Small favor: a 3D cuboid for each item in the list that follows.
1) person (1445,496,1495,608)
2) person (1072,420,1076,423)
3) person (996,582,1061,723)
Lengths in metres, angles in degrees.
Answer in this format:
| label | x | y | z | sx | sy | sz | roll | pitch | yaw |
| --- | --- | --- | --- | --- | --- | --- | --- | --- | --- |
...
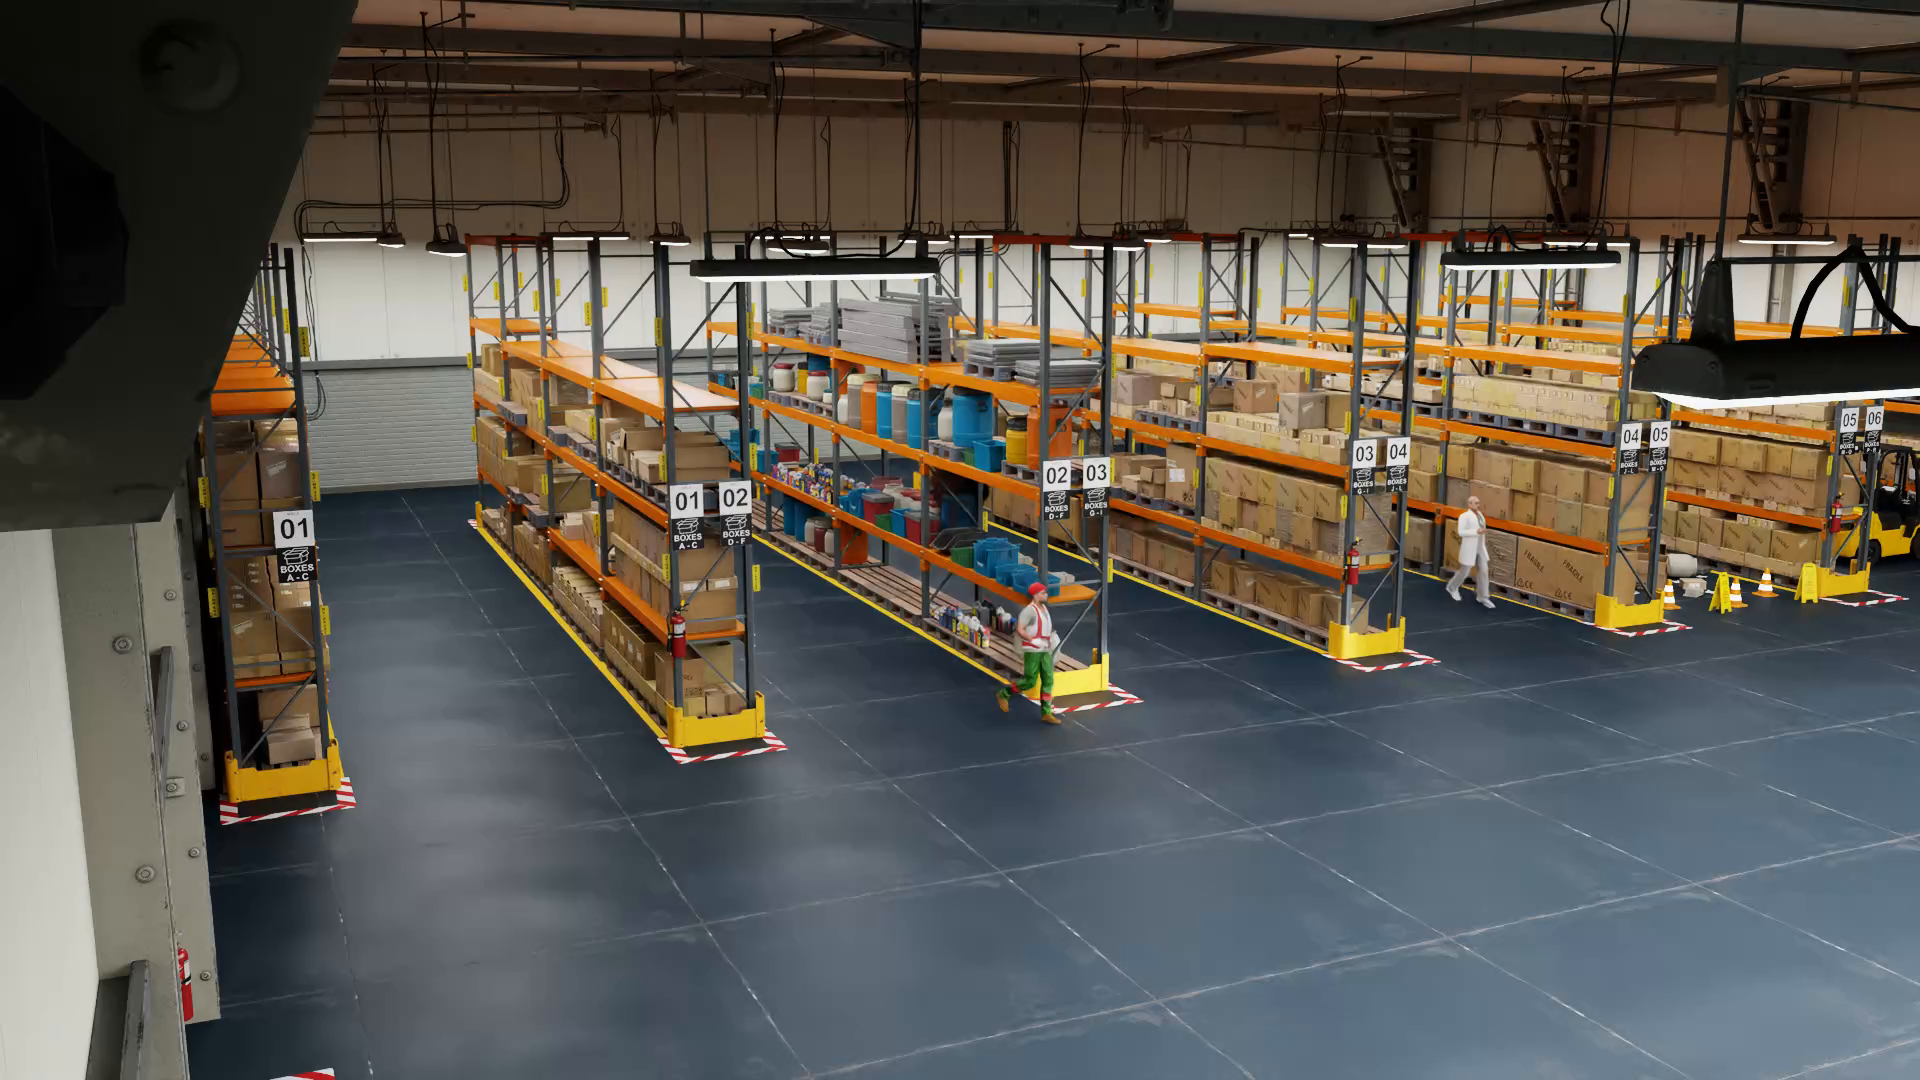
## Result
| label | x | y | z | sx | sy | sz | roll | pitch | yaw |
| --- | --- | --- | --- | --- | --- | --- | --- | --- | --- |
| person | 8.443 | 0.169 | 27.398 | 0.698 | 1.794 | 0.968 | -6 | 12 | -28 |
| person | 2.582 | -2.057 | 39.481 | 0.653 | 1.617 | 0.515 | 0 | 11 | -1 |
| person | 0.985 | 1.409 | 21.243 | 0.928 | 1.741 | 0.719 | 7 | 13 | 31 |
